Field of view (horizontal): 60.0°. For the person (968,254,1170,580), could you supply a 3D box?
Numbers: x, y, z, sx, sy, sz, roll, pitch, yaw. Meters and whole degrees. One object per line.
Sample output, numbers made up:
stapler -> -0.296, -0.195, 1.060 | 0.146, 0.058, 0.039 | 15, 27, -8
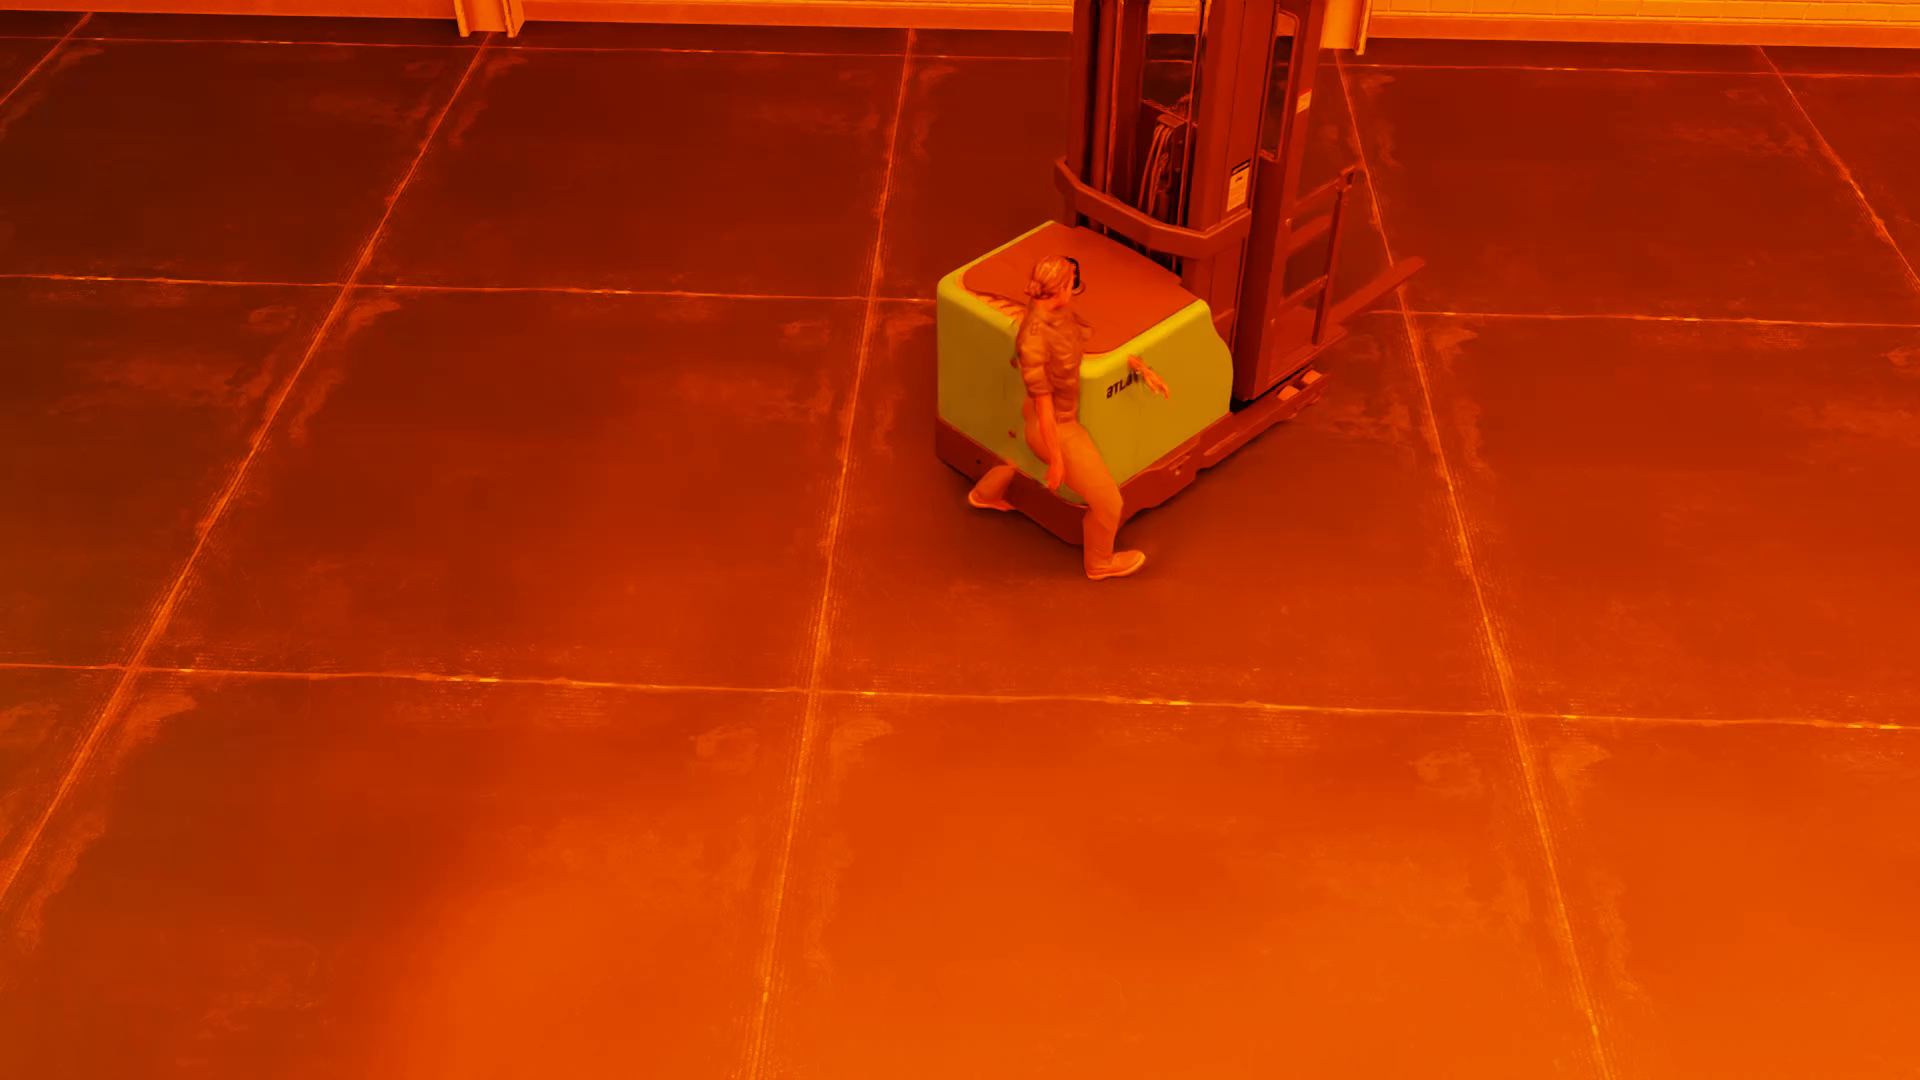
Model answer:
person -> 0.470, -0.522, 7.370 | 0.879, 1.540, 0.743 | 1, 42, 2

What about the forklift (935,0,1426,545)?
forklift -> 1.288, -1.938, 7.865 | 3.031, 2.935, 1.130 | -33, 52, -31
